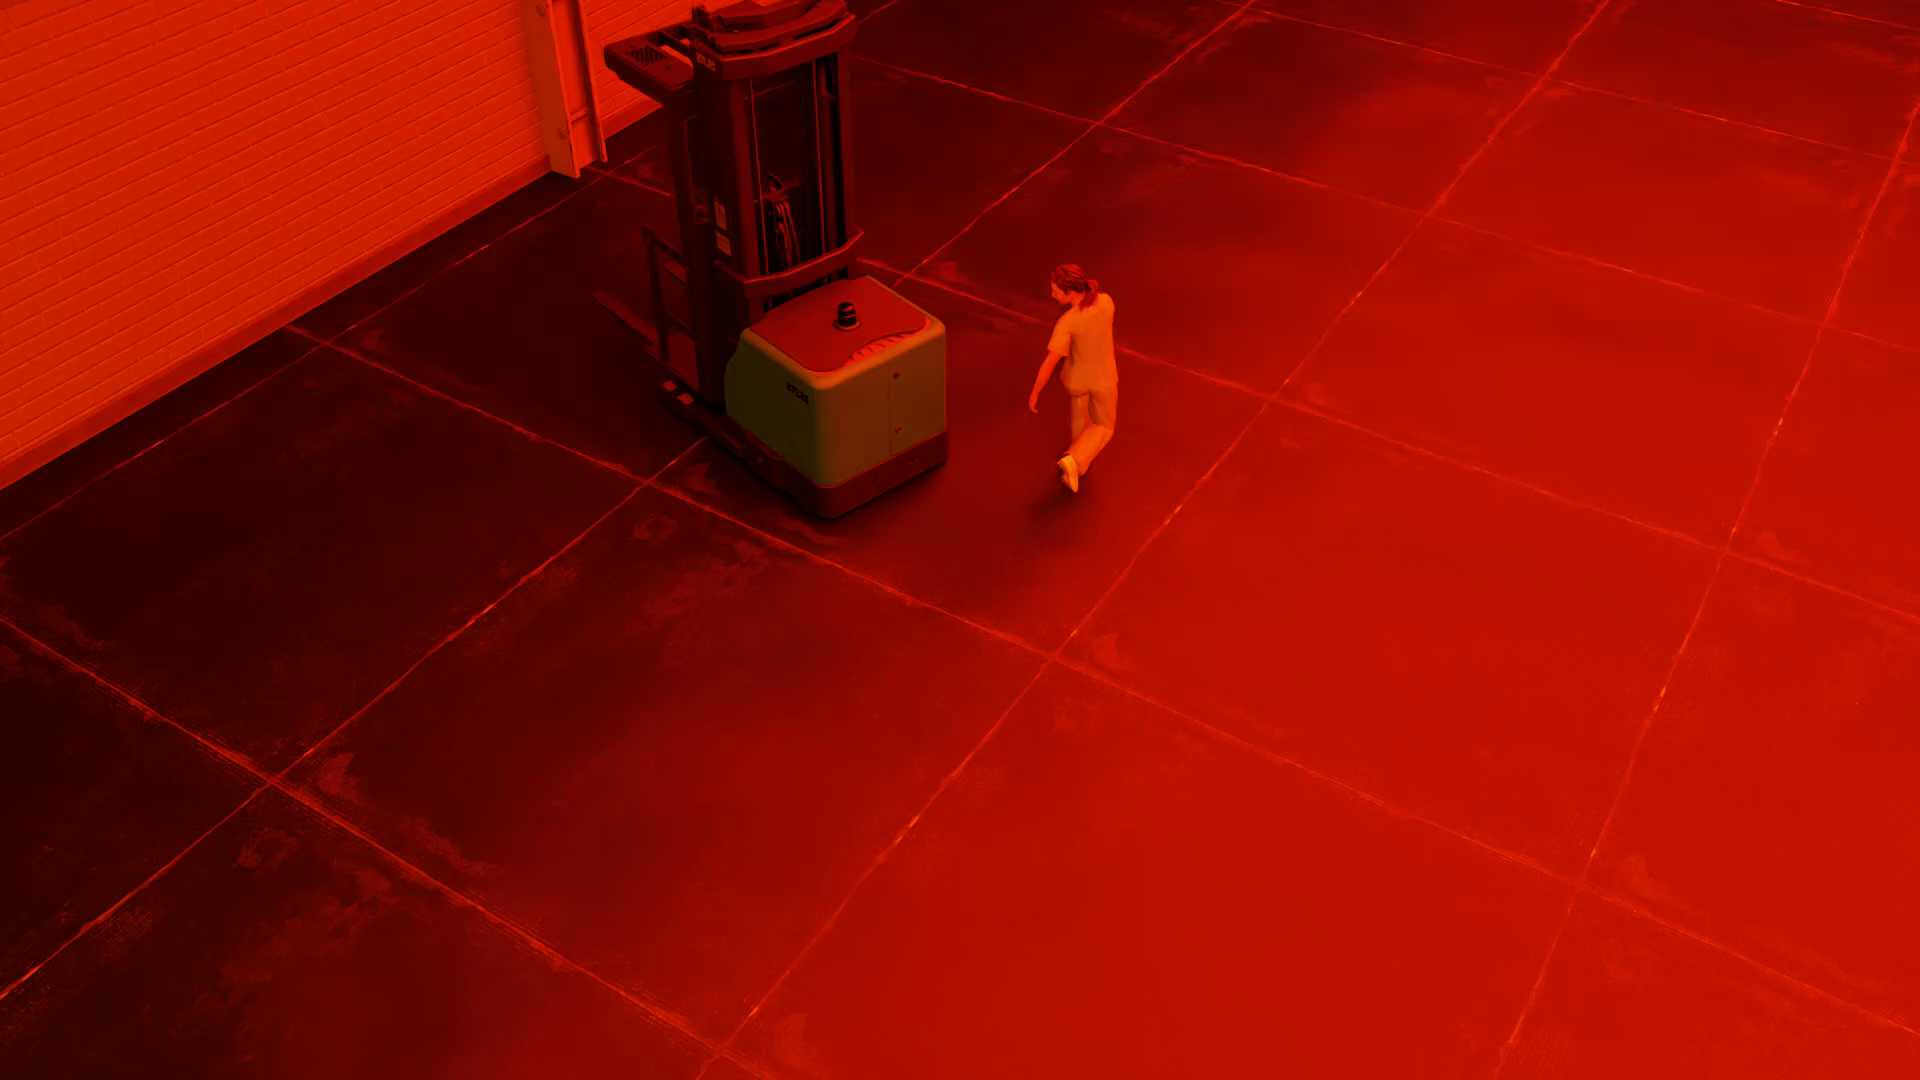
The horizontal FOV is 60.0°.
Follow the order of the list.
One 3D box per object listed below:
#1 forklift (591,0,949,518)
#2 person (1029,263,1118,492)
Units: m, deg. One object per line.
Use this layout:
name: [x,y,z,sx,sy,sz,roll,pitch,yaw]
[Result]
forklift: [-1.416,-2.131,10.482,1.130,2.935,3.031,-29,48,-30]
person: [0.711,-1.032,10.369,0.562,1.456,0.838,1,40,1]
